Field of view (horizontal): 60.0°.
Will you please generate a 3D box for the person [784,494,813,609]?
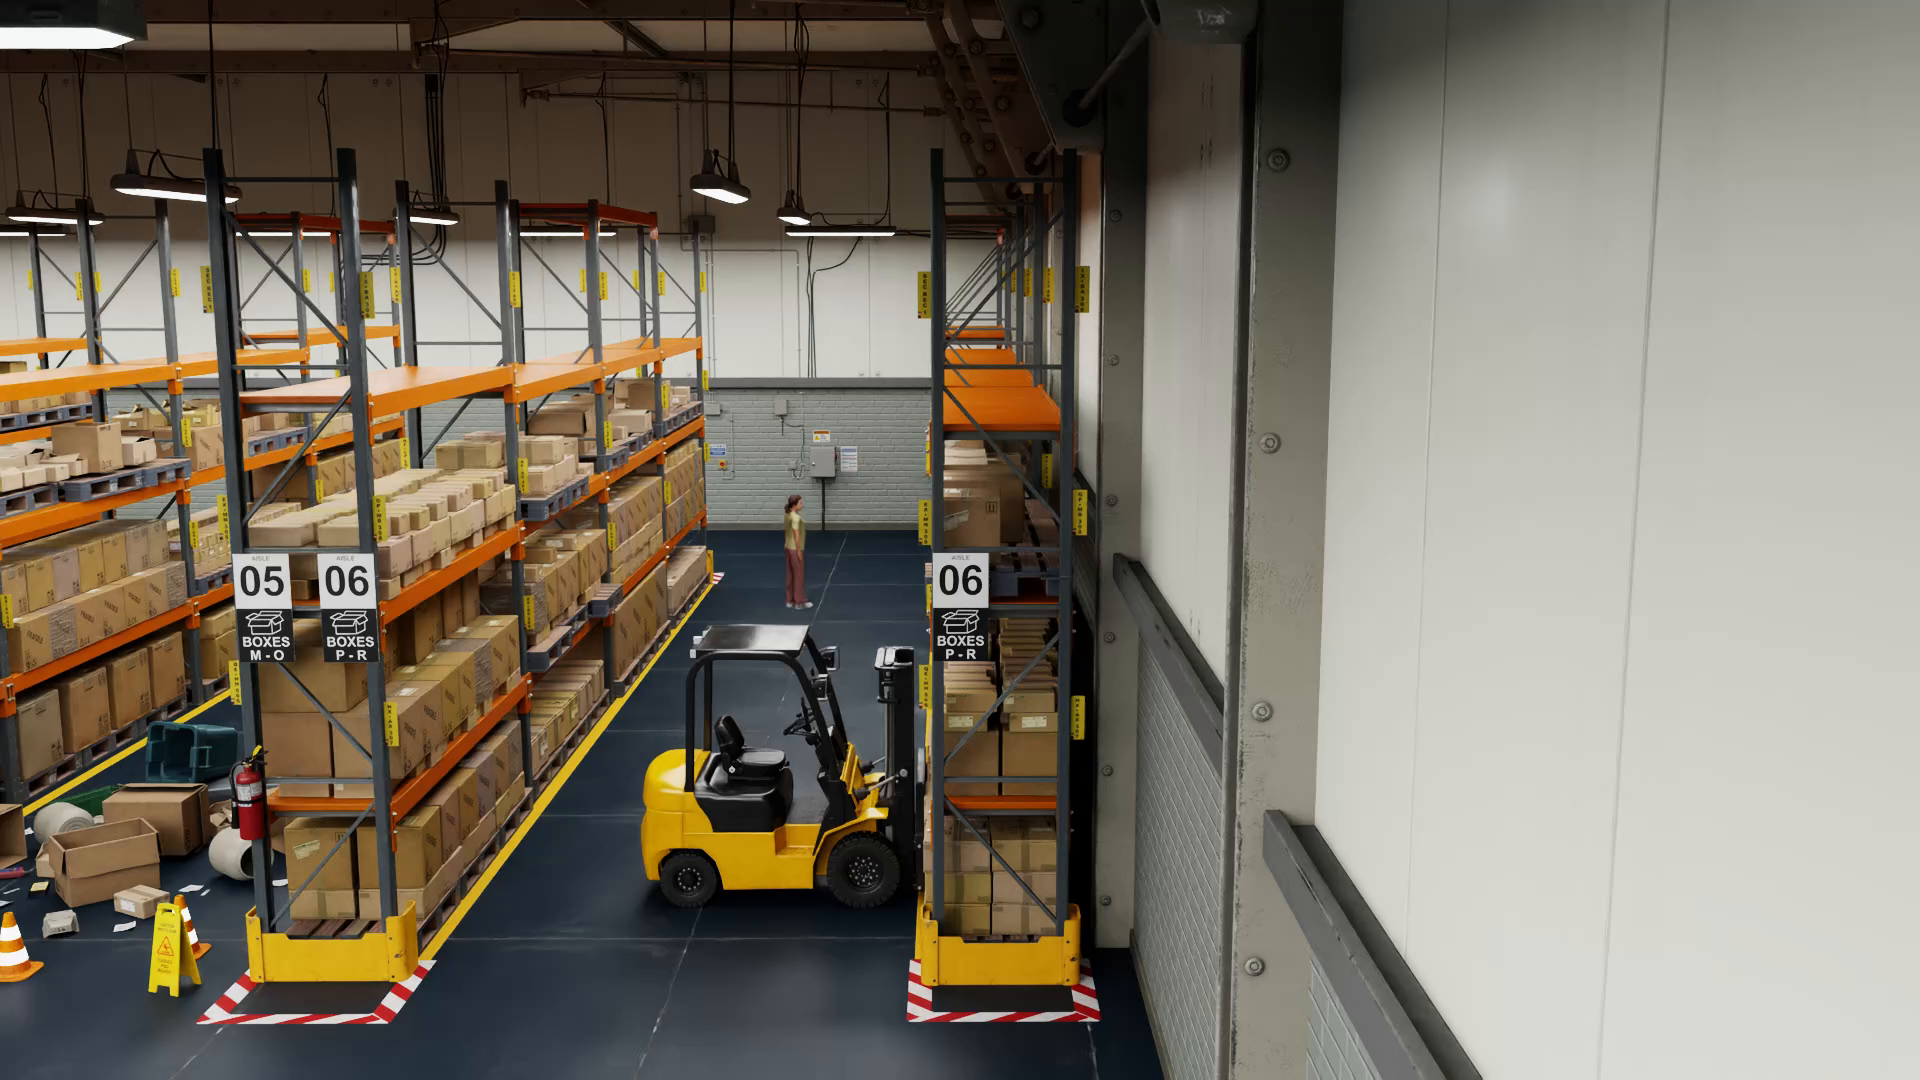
[{"bbox_3d":[-2.373,0.162,24.281,0.392,1.675,0.494,-5,11,-30],"label":"person"}]
